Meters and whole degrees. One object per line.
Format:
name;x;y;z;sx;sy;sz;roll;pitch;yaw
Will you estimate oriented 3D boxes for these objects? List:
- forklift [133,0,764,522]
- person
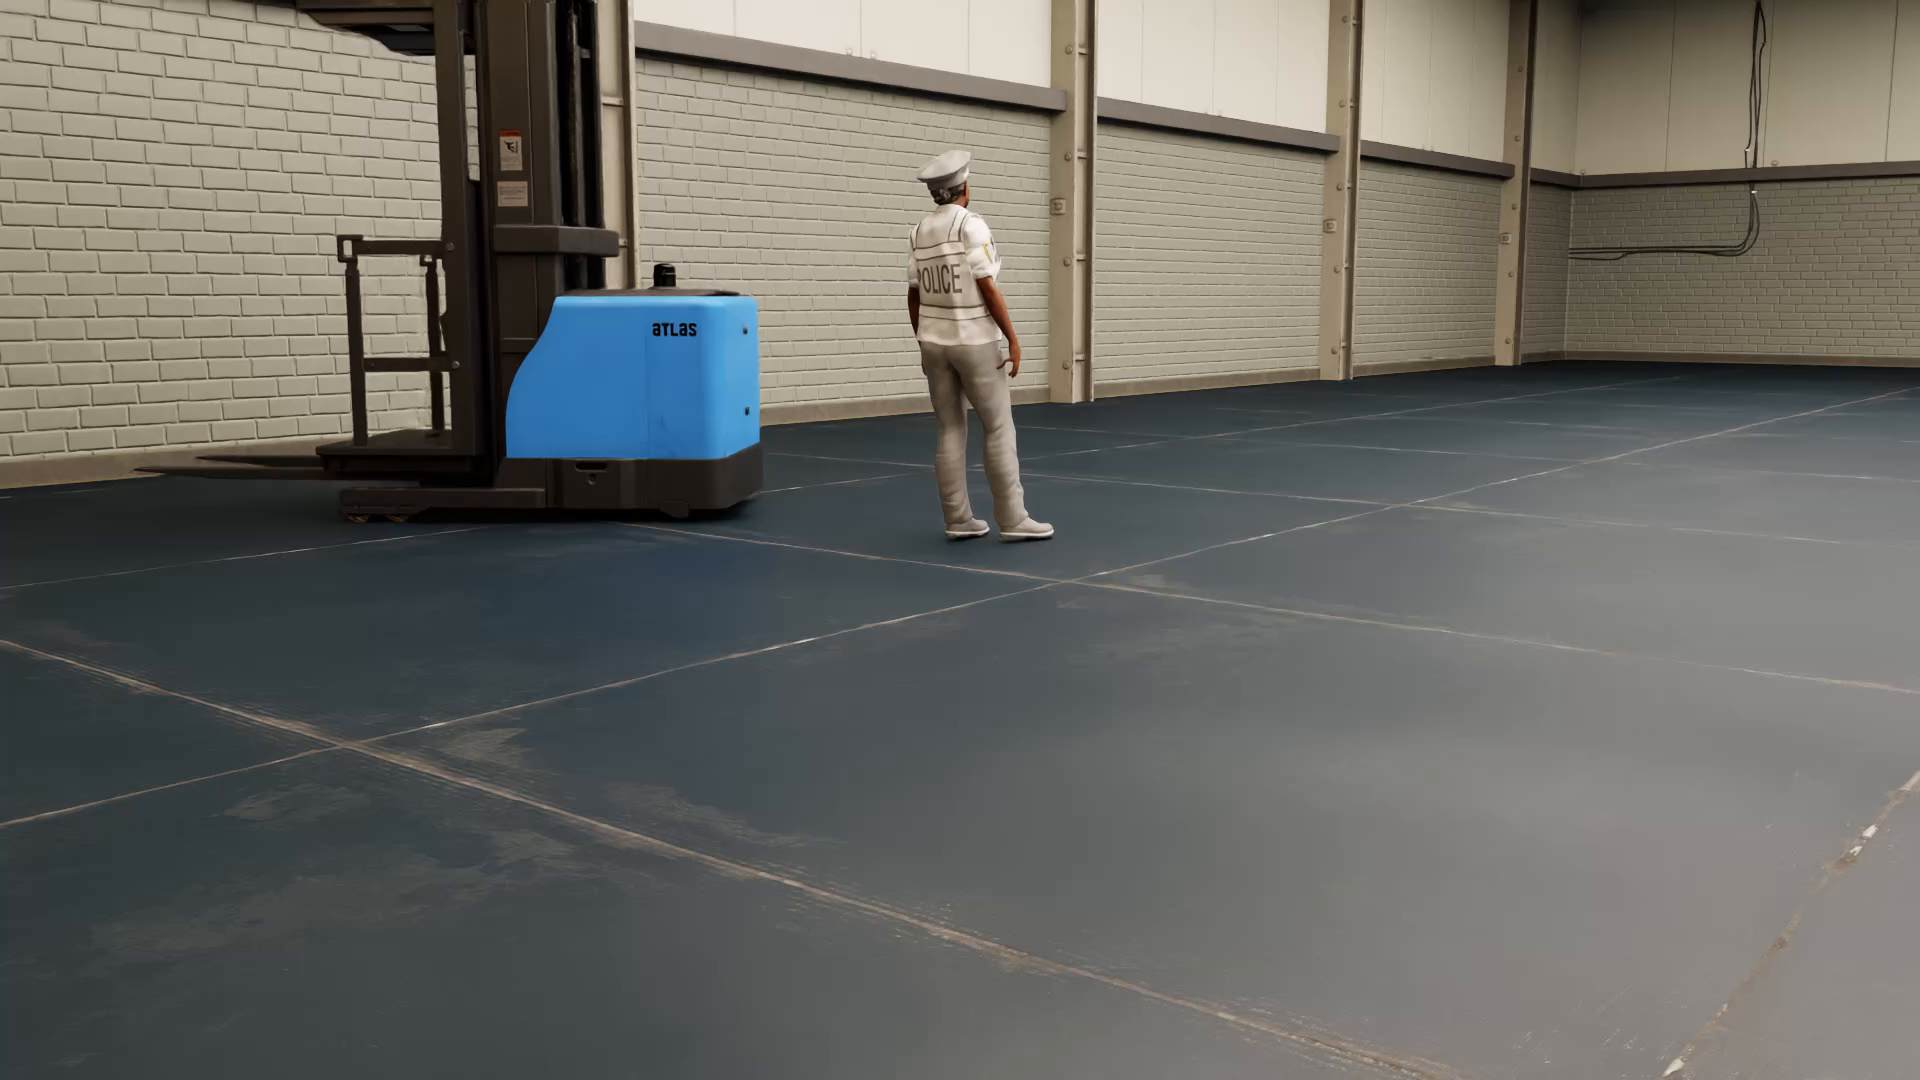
forklift;-2.583;-1.614;8.312;3.031;2.935;1.130;1;8;4
person;0.063;-0.851;7.326;0.569;1.692;0.530;7;11;38
